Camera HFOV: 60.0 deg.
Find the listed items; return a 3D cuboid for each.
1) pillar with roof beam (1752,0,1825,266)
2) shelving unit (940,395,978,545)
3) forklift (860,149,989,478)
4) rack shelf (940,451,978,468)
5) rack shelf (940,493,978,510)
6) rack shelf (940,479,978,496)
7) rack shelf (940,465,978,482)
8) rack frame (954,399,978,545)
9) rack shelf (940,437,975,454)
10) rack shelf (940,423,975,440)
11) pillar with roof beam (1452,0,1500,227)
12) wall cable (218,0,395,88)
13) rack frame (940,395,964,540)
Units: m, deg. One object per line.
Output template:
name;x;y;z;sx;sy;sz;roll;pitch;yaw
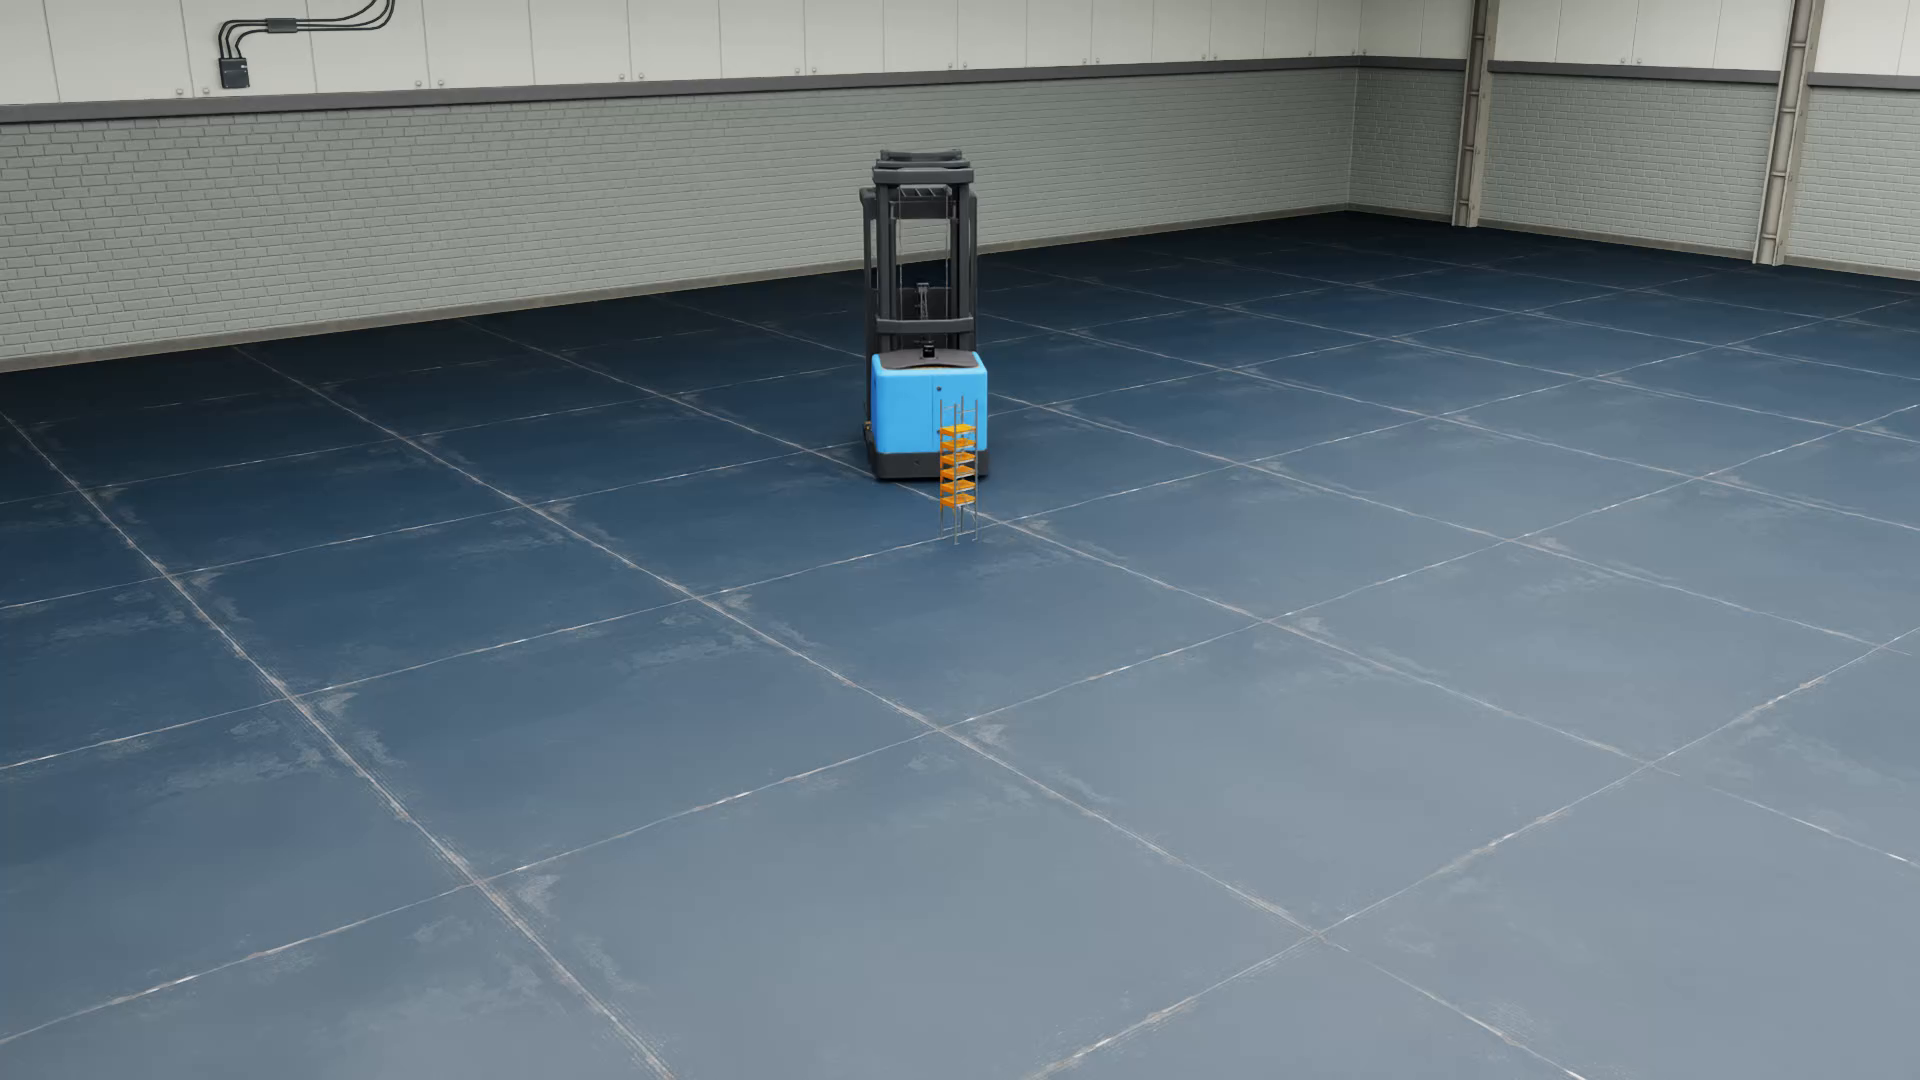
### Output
pillar with roof beam;10.159;-8.063;23.898;9.100;9.000;0.400;-14;23;-36
shelving unit;-0.009;-0.573;13.685;0.258;1.200;0.189;-14;23;-36
forklift;-0.407;-2.378;16.380;1.130;2.935;3.031;-2;18;-6
rack shelf;-0.009;-0.645;13.661;0.258;0.103;0.180;-14;23;-36
rack shelf;-0.009;-0.303;13.774;0.258;0.103;0.180;-14;23;-36
rack shelf;-0.009;-0.417;13.736;0.258;0.103;0.180;-14;23;-36
rack shelf;-0.009;-0.531;13.699;0.258;0.103;0.180;-14;23;-36
rack frame;0.048;-0.551;13.617;0.240;1.200;0.006;-14;23;-36
rack shelf;-0.009;-0.759;13.623;0.258;0.103;0.180;-14;23;-36
rack shelf;-0.009;-0.873;13.585;0.258;0.103;0.180;-14;23;-36
pillar with roof beam;6.433;-9.542;28.363;9.100;9.000;0.400;-14;23;-36
wall cable;-8.225;-8.681;20.354;2.305;6.003;0.169;-14;23;-36
rack frame;-0.066;-0.596;13.753;0.240;1.200;0.006;-14;23;-36
